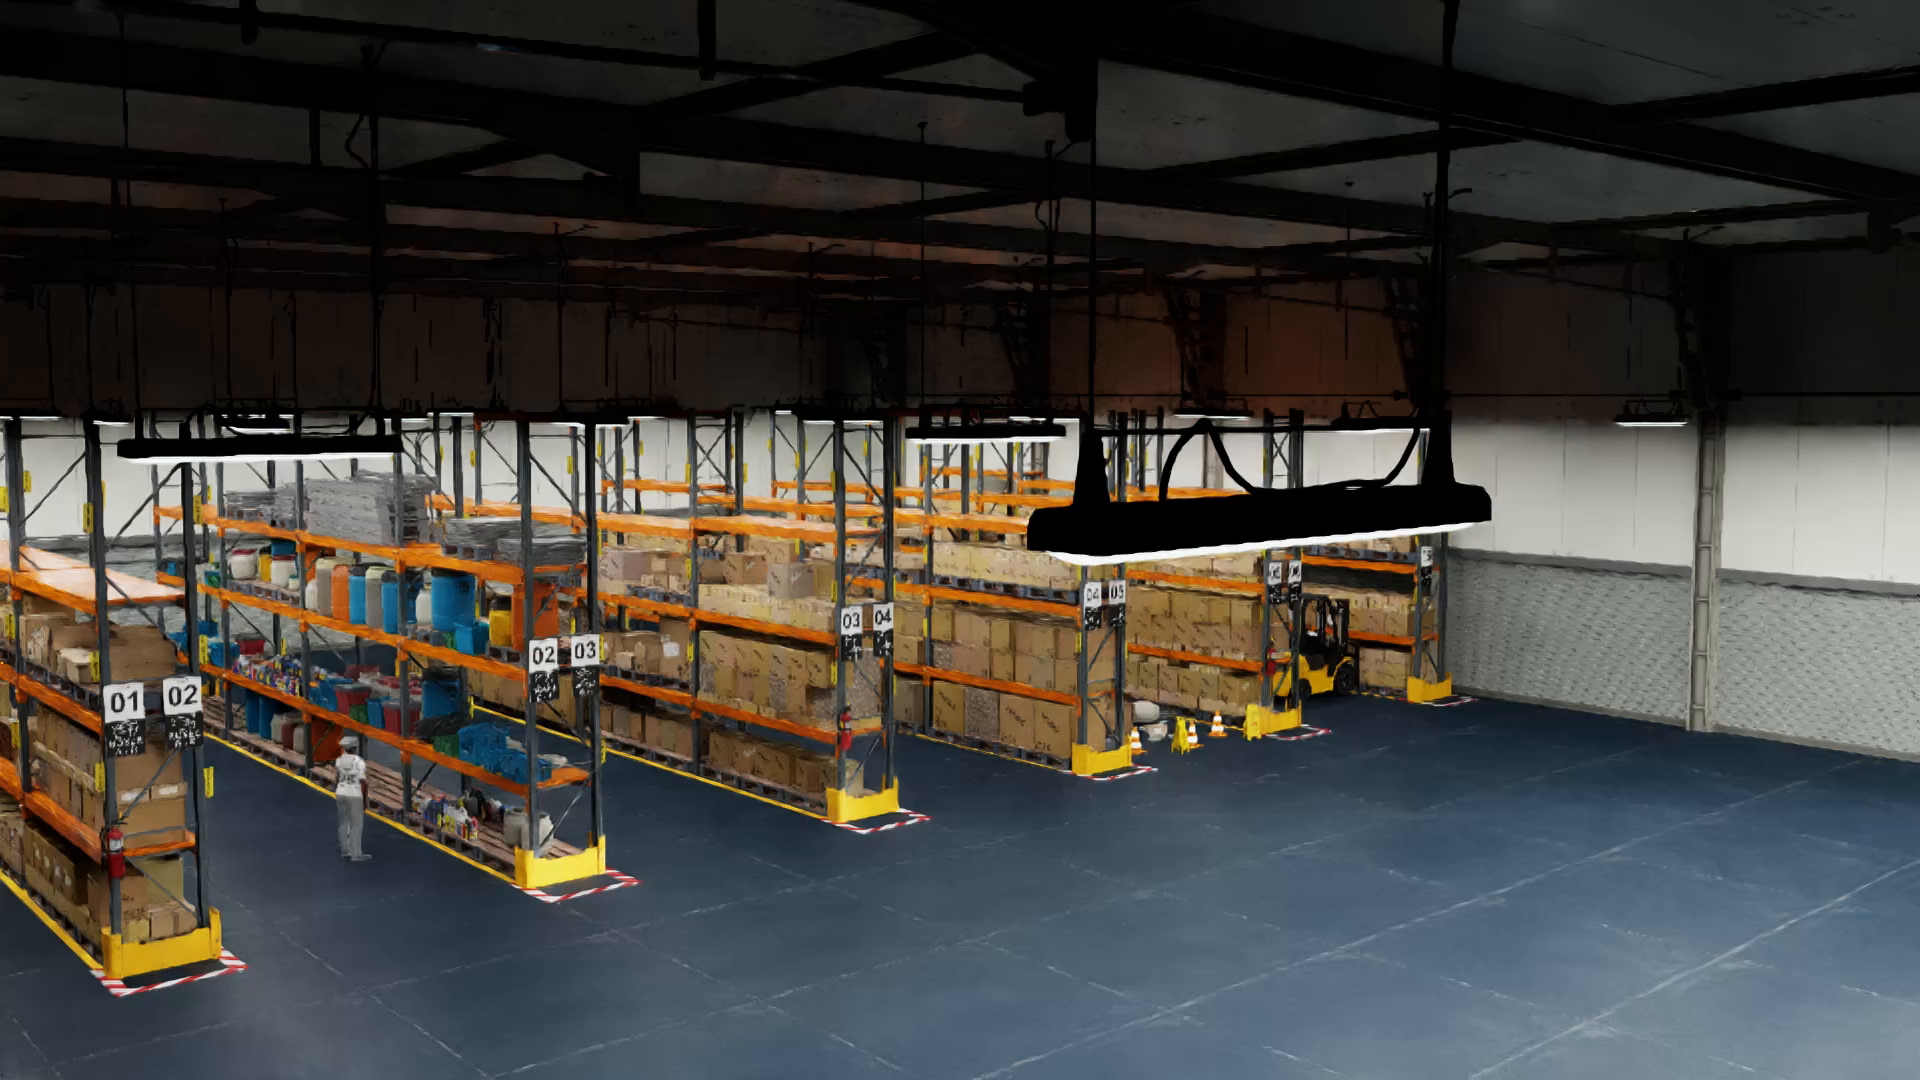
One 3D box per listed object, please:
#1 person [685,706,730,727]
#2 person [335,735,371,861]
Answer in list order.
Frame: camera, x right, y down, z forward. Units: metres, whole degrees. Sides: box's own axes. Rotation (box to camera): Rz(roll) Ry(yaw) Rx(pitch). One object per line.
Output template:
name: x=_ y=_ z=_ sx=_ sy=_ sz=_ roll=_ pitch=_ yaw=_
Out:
person: x=-4.816 y=2.709 z=31.338 sx=1.029 sy=1.724 sz=0.554 roll=4 pitch=7 yaw=41
person: x=-8.258 y=3.499 z=22.611 sx=0.502 sy=1.677 sz=0.422 roll=2 pitch=5 yaw=18
